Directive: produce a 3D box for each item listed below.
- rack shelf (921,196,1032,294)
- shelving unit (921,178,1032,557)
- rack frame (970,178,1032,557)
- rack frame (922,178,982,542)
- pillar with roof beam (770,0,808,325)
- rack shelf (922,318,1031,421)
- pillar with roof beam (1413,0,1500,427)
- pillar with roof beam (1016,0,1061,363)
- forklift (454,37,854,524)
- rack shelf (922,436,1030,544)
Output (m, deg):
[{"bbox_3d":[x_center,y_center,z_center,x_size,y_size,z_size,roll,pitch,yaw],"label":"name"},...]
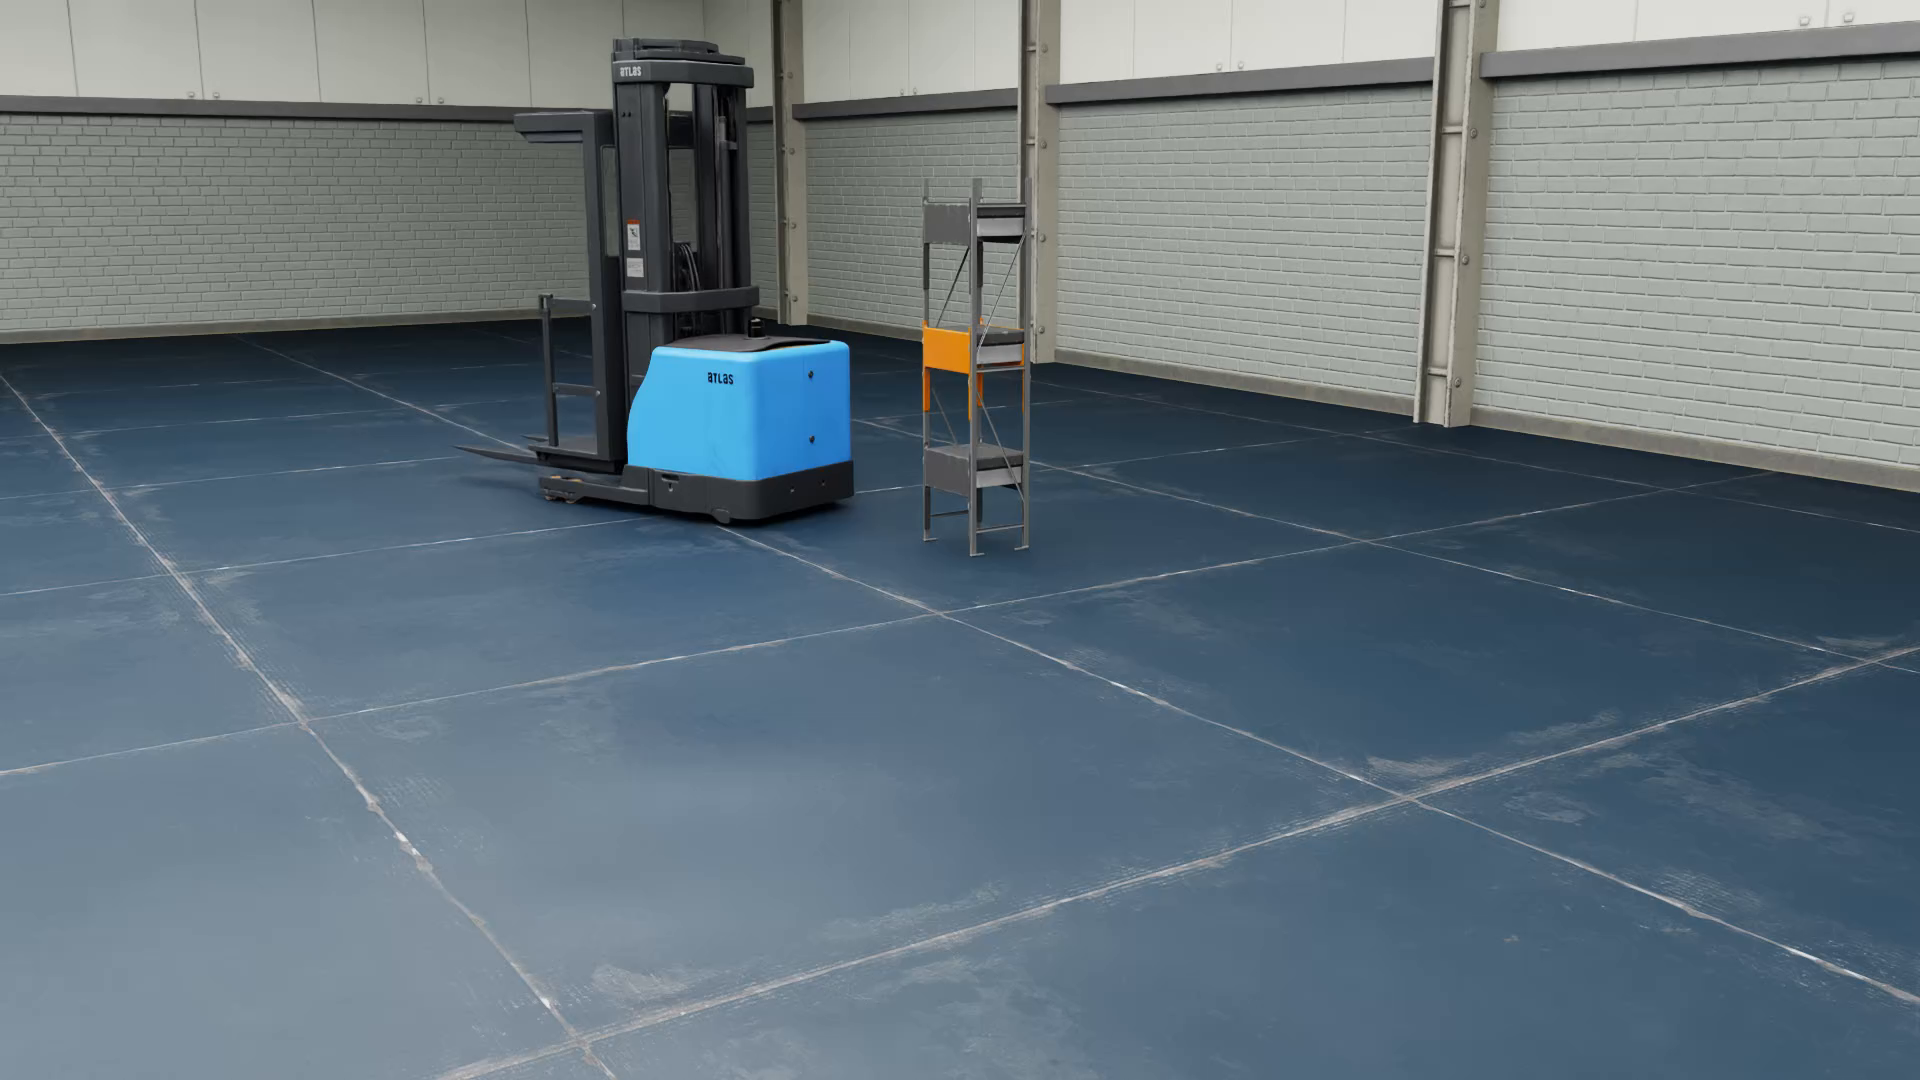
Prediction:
[{"bbox_3d":[0.092,-1.667,9.356,0.431,0.518,0.480,-8,15,-33],"label":"rack shelf"},{"bbox_3d":[0.092,-0.996,9.503,0.431,2.100,0.503,-8,15,-33],"label":"shelving unit"},{"bbox_3d":[0.227,-0.953,9.304,0.400,2.100,0.015,-8,15,-33],"label":"rack frame"},{"bbox_3d":[-0.043,-1.040,9.701,0.400,2.100,0.015,-8,15,-33],"label":"rack frame"},{"bbox_3d":[-6.019,-7.041,20.996,9.100,9.000,0.400,-8,15,-33],"label":"pillar with roof beam"},{"bbox_3d":[0.092,-0.983,9.506,0.431,0.518,0.480,-8,15,-33],"label":"rack shelf"},{"bbox_3d":[0.630,-4.907,11.237,9.100,9.000,0.400,-8,15,-33],"label":"pillar with roof beam"},{"bbox_3d":[-2.695,-5.974,16.117,9.100,9.000,0.400,-8,15,-33],"label":"pillar with roof beam"},{"bbox_3d":[-2.188,-1.753,11.019,3.031,2.935,1.130,9,15,35],"label":"forklift"},{"bbox_3d":[0.092,-0.299,9.655,0.431,0.518,0.480,-8,15,-33],"label":"rack shelf"}]
